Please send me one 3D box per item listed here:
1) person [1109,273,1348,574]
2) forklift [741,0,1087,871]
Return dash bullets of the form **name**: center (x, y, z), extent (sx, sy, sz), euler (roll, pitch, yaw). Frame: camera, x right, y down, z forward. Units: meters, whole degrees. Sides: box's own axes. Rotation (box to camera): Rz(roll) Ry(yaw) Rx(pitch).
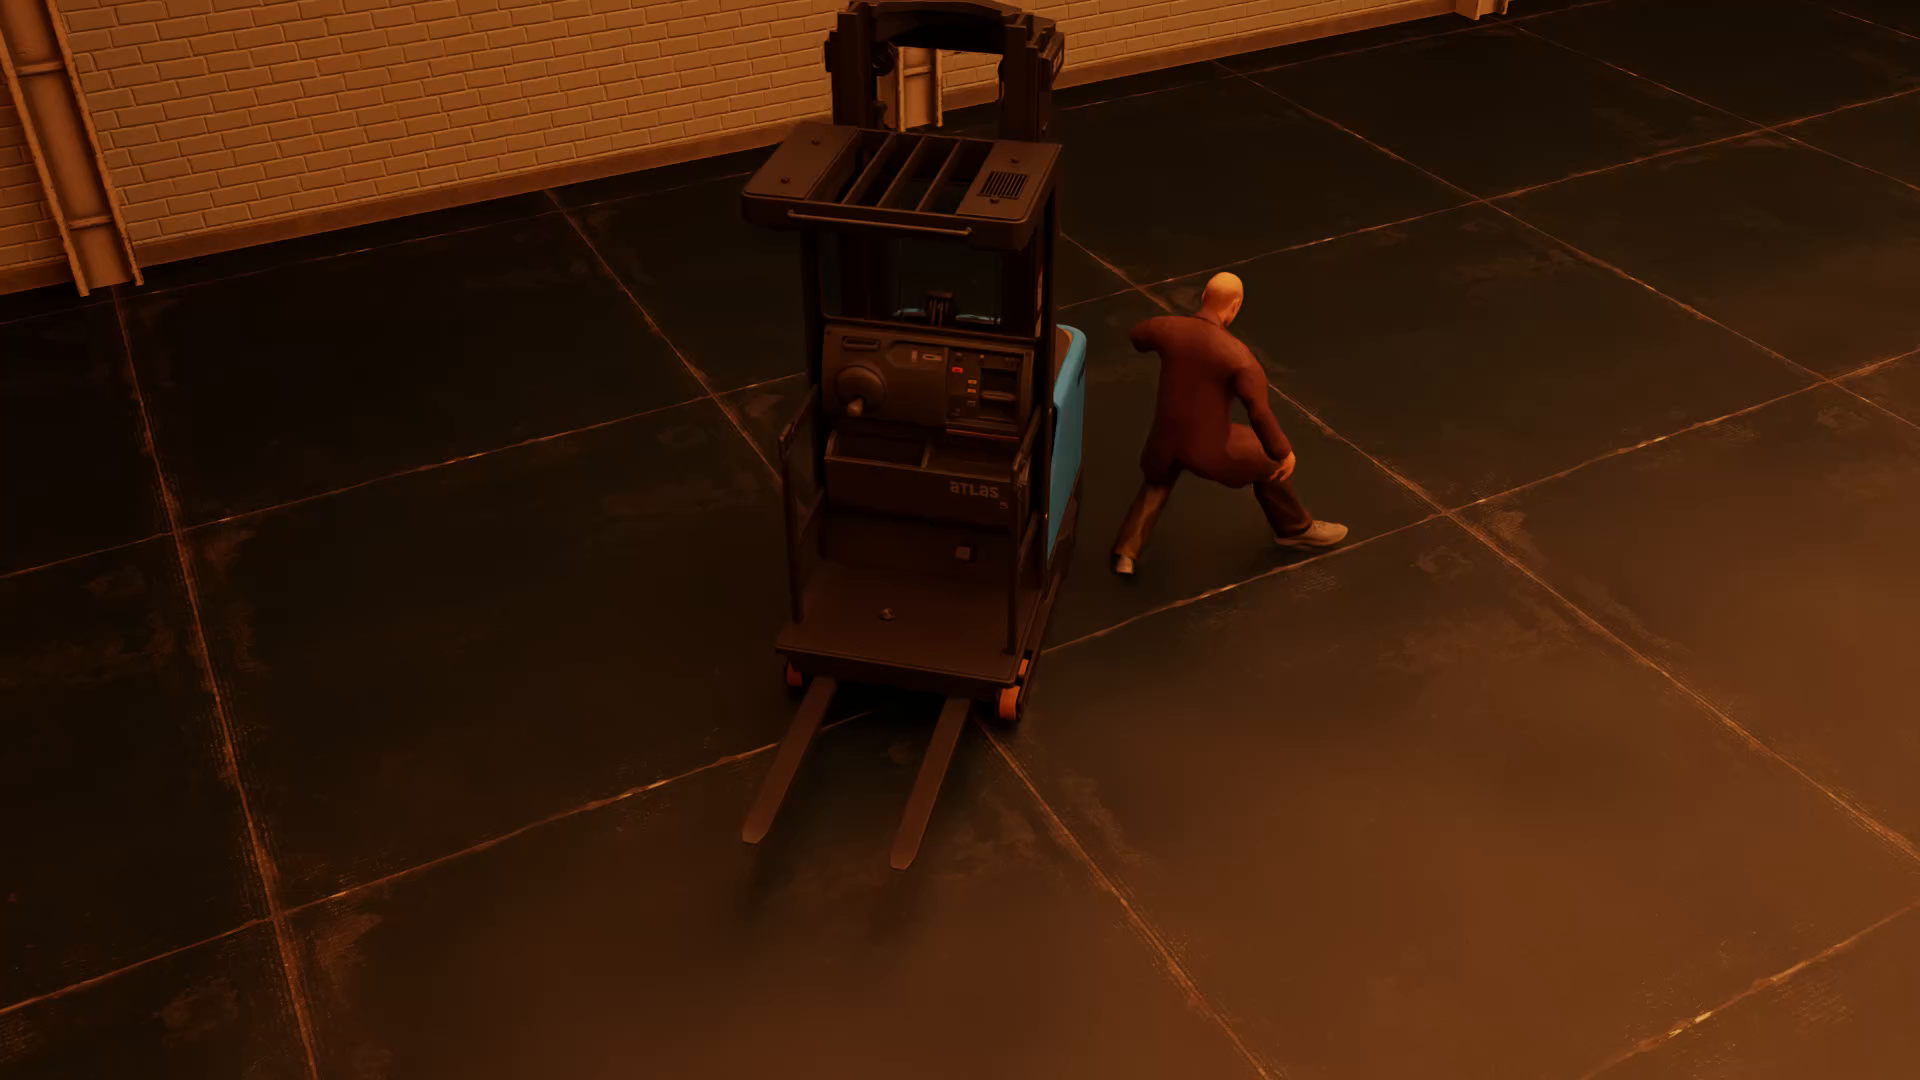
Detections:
- **person**: center (1.210, -0.566, 8.206), extent (1.195, 1.614, 1.049), euler (30, 45, 35)
- **forklift**: center (-0.191, -0.625, 7.008), extent (1.130, 2.935, 3.031), euler (8, 36, 11)
